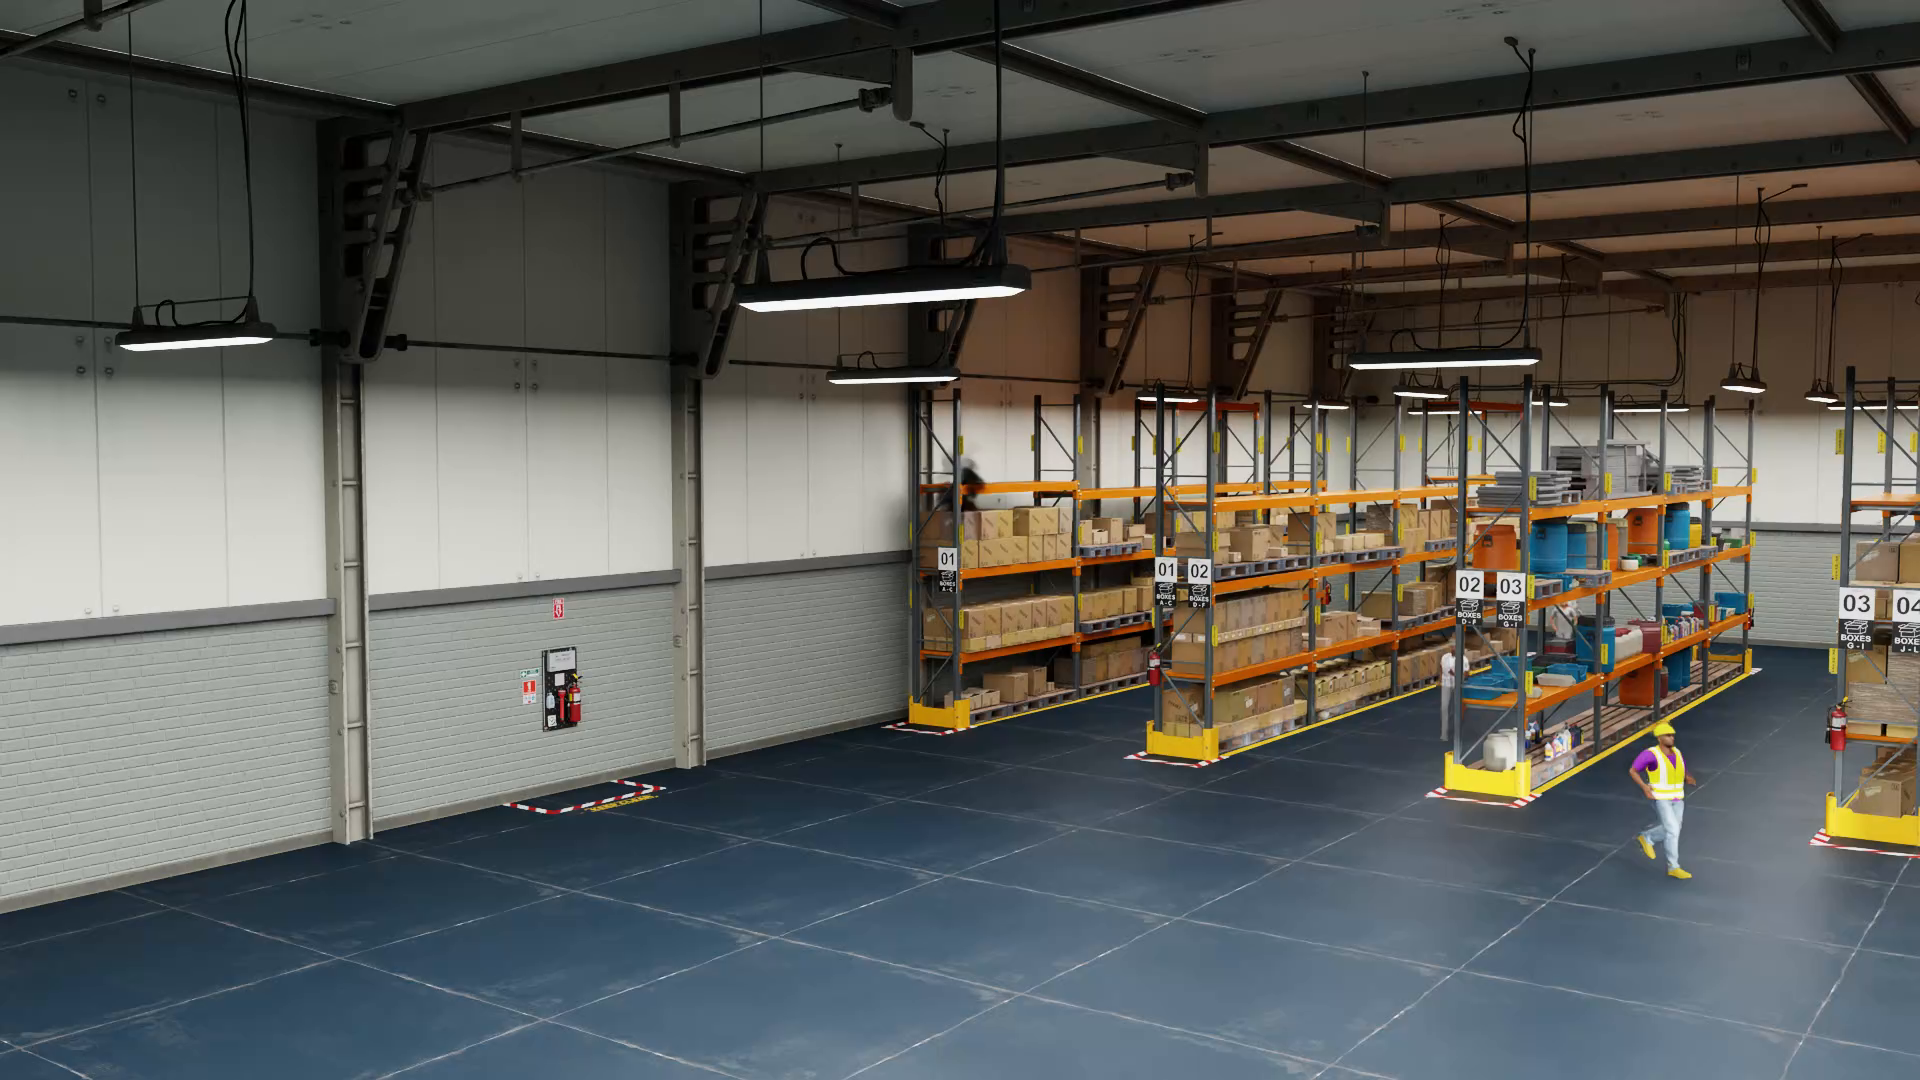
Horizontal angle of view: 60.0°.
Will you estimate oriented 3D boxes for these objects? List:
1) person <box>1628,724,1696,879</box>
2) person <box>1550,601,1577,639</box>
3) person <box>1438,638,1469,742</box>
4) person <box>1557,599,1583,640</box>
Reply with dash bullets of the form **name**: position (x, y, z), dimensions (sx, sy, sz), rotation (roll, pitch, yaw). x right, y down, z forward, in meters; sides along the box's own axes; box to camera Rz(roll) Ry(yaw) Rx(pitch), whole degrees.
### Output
- **person**: position (8.237, 3.018, 19.455), dimensions (0.715, 1.745, 0.900), rotation (-1, 4, -22)
- **person**: position (13.561, 2.071, 37.350), dimensions (0.603, 1.645, 0.593), rotation (1, 3, 19)
- **person**: position (8.399, 2.541, 28.322), dimensions (0.549, 1.755, 0.755), rotation (2, 4, 28)
- **person**: position (14.354, 1.890, 39.241), dimensions (0.739, 1.763, 0.960), rotation (-1, 3, -9)
